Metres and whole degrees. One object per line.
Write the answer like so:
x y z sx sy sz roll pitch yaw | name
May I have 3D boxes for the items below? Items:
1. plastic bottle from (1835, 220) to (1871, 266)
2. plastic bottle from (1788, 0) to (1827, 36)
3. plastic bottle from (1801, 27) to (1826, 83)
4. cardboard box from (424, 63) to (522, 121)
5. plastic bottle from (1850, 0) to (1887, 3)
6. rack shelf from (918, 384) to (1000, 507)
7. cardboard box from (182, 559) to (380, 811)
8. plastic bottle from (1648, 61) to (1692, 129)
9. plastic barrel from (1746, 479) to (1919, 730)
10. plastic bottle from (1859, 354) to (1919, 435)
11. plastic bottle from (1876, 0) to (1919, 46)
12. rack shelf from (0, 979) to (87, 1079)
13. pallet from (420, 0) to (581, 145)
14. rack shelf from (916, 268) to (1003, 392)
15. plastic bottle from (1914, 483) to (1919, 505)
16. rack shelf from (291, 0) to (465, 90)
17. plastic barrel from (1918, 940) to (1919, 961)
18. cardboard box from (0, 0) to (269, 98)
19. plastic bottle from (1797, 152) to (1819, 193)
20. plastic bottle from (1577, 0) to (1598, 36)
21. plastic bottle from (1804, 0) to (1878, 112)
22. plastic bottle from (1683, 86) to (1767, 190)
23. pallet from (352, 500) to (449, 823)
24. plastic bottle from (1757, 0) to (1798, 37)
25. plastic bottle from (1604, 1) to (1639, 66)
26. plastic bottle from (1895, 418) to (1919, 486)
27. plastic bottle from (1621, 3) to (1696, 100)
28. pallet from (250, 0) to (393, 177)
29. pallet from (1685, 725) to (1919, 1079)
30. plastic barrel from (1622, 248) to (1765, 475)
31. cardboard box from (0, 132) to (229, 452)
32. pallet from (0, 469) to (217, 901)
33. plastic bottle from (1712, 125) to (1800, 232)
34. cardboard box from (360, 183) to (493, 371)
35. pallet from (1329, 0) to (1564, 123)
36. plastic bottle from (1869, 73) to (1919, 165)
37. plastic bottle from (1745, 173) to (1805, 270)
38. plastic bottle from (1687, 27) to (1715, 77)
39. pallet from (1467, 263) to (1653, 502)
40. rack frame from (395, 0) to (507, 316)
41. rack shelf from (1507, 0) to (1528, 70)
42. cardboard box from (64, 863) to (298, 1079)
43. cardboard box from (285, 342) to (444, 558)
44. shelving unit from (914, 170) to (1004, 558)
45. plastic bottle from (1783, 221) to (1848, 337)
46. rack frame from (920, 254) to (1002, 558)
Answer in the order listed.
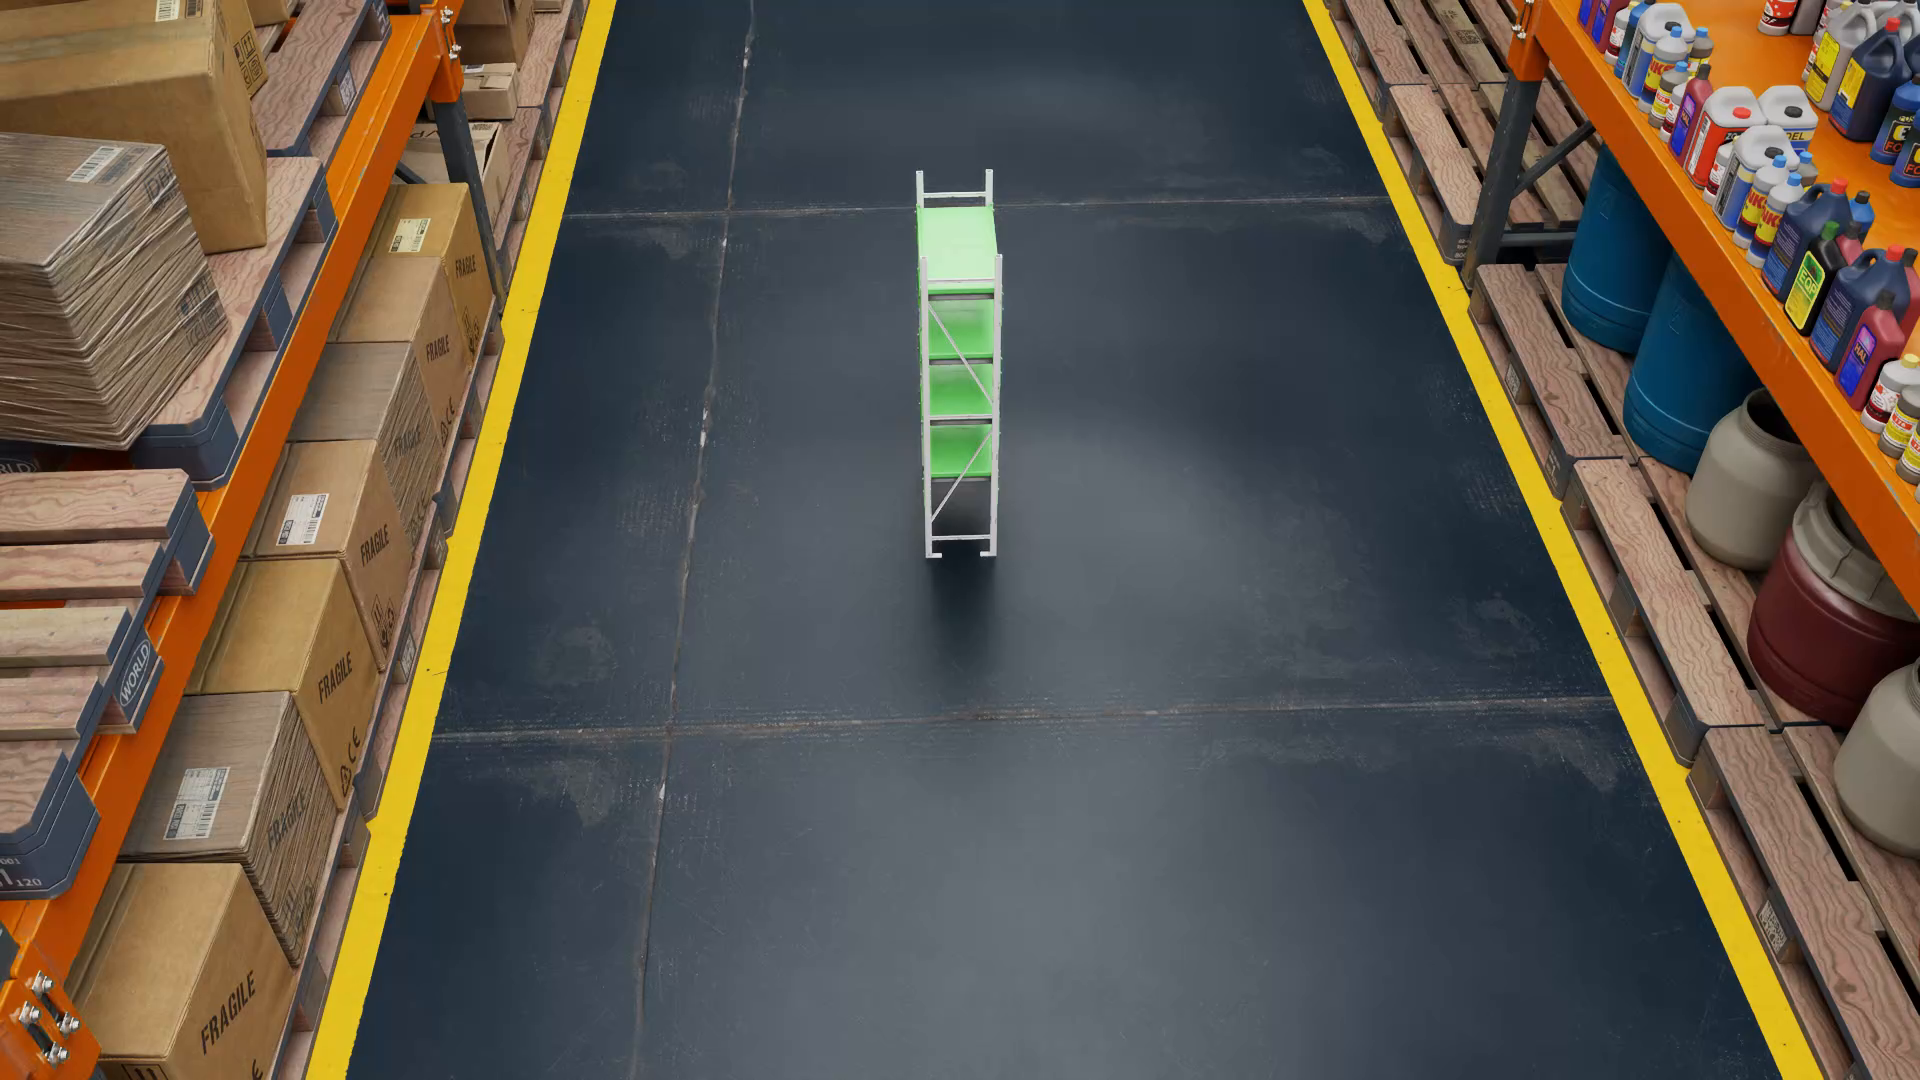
2.317 -0.688 4.367 0.061 0.283 0.133 -2 43 -2 | plastic bottle
2.932 -1.880 5.673 0.152 0.276 0.135 -2 43 -2 | plastic bottle
2.823 -1.590 5.412 0.097 0.201 0.097 0 43 0 | plastic bottle
-2.205 -2.034 7.520 0.380 0.166 0.250 -2 43 -2 | cardboard box
2.987 -1.728 5.502 0.061 0.283 0.133 -2 43 -2 | plastic bottle
-0.007 -0.330 5.672 0.258 0.148 0.480 -2 43 -2 | rack shelf
-1.965 0.409 4.608 0.500 0.500 0.500 -2 43 -2 | cardboard box
2.228 -1.394 5.198 0.097 0.201 0.097 0 43 0 | plastic bottle
2.676 0.160 4.830 0.600 0.588 0.708 -2 43 -2 | plastic barrel
2.293 -0.364 4.074 0.097 0.201 0.097 0 43 0 | plastic bottle
2.958 -1.553 5.261 0.144 0.351 0.185 -2 43 -2 | plastic bottle
-2.102 2.273 1.583 1.077 0.370 4.000 -2 43 -2 | rack shelf
-2.440 -2.304 8.108 1.003 0.211 1.213 -2 43 -2 | pallet
-0.007 -0.684 5.347 0.258 0.148 0.480 -2 43 -2 | rack shelf
2.306 -0.193 3.836 0.097 0.271 0.097 0 43 0 | plastic bottle
-2.442 -3.128 7.475 1.077 0.370 4.000 -2 43 -2 | rack shelf
2.724 0.833 3.917 0.600 0.830 0.708 -2 43 -2 | plastic barrel
-2.468 -1.446 4.723 0.700 0.500 0.500 5 43 5 | cardboard box
2.404 -1.021 4.791 0.097 0.201 0.097 0 43 0 | plastic bottle
2.181 -1.880 5.667 0.061 0.283 0.133 -2 43 -2 | plastic bottle
2.814 -1.549 5.257 0.144 0.351 0.185 -2 43 -2 | plastic bottle
2.270 -1.189 4.919 0.152 0.276 0.135 -2 43 -2 | plastic bottle
-2.230 0.358 5.203 1.003 0.211 1.213 -2 43 -2 | pallet
2.808 -1.837 5.681 0.097 0.201 0.097 0 43 0 | plastic bottle
2.210 -1.682 5.512 0.097 0.201 0.097 0 43 0 | plastic bottle
2.301 -0.233 3.931 0.097 0.201 0.097 0 43 0 | plastic bottle
2.247 -1.567 5.331 0.152 0.276 0.135 -2 43 -2 | plastic bottle
-2.432 -1.430 5.232 1.003 0.211 1.213 -2 43 -2 | pallet
2.687 1.015 4.487 1.003 0.211 1.213 -2 43 -2 | pallet
2.628 -0.718 5.556 0.600 0.901 0.708 -2 43 -2 | plastic barrel
-2.174 -0.579 3.777 0.700 0.500 0.500 6 43 6 | cardboard box
-2.286 0.272 3.375 1.213 0.211 1.003 -2 43 -2 | pallet
2.280 -1.032 4.748 0.152 0.276 0.135 -2 43 -2 | plastic bottle
-2.050 -0.959 6.101 0.500 0.500 0.500 -2 43 -2 | cardboard box
2.467 -2.476 8.295 1.003 0.211 1.213 -2 43 -2 | pallet
2.845 -1.275 5.017 0.097 0.271 0.097 0 43 0 | plastic bottle
2.262 -0.885 4.591 0.097 0.271 0.097 0 43 0 | plastic bottle
2.370 -1.555 5.374 0.097 0.201 0.097 0 43 0 | plastic bottle
2.583 -0.633 6.284 1.003 0.211 1.213 -2 43 -2 | pallet
-2.357 -2.043 5.759 1.000 3.000 0.127 -2 43 -2 | rack frame
2.507 -3.268 7.628 1.077 0.370 4.000 -2 43 -2 | rack shelf
-1.921 1.101 3.853 0.500 0.500 0.500 0 43 0 | cardboard box
-2.016 -0.286 5.367 0.500 0.500 0.500 -1 43 -1 | cardboard box
-0.007 -0.554 5.466 0.258 1.200 0.503 -2 43 -2 | shelving unit
2.256 -0.687 4.366 0.061 0.283 0.133 -2 43 -2 | plastic bottle
0.003 -0.389 5.287 0.240 1.200 0.015 -2 43 -2 | rack frame
